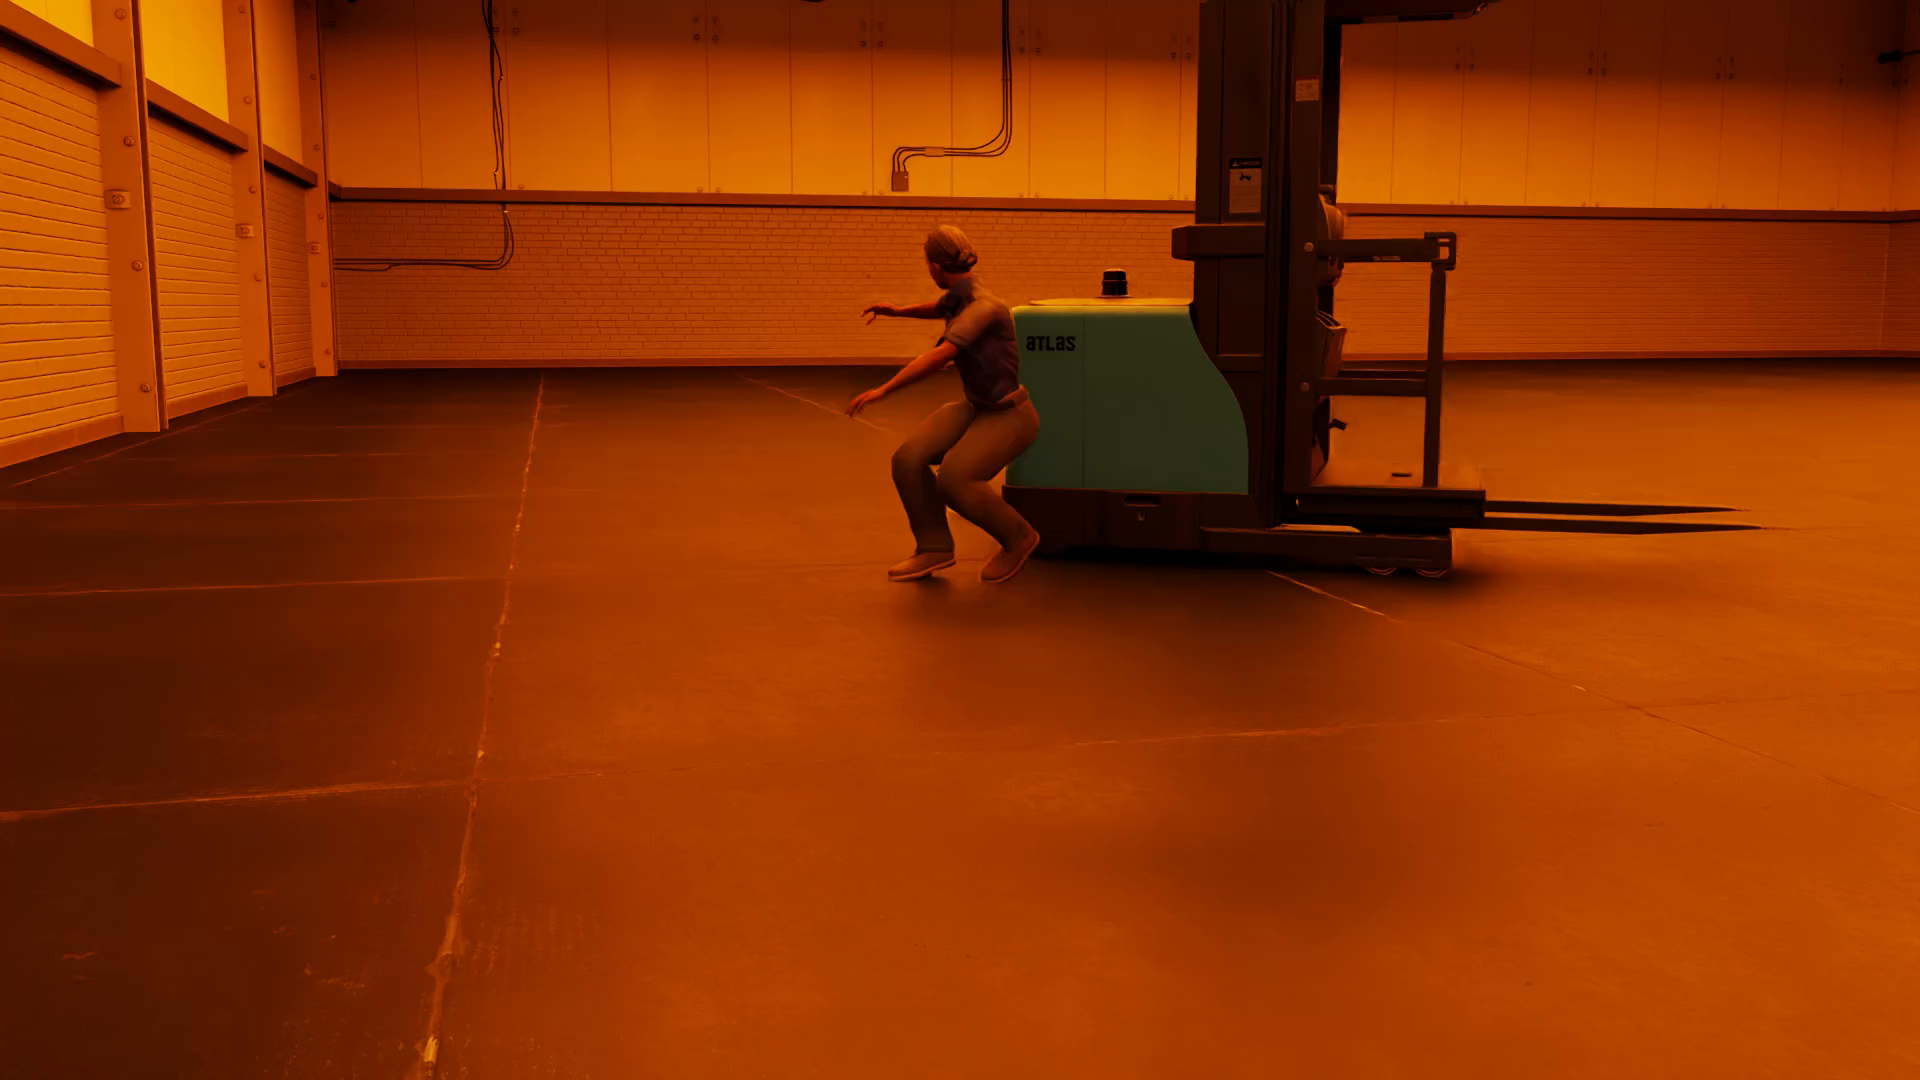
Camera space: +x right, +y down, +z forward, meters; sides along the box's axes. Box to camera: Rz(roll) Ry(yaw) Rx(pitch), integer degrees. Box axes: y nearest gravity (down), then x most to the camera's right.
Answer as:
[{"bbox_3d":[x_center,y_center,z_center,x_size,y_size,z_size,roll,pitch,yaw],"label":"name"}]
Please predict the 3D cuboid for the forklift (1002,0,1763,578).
[{"bbox_3d":[1.757,-1.383,7.015,3.031,2.935,1.130,2,8,16],"label":"forklift"}]

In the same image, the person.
[{"bbox_3d":[-0.131,-0.512,6.423,0.910,1.384,0.705,-4,9,-28],"label":"person"}]
